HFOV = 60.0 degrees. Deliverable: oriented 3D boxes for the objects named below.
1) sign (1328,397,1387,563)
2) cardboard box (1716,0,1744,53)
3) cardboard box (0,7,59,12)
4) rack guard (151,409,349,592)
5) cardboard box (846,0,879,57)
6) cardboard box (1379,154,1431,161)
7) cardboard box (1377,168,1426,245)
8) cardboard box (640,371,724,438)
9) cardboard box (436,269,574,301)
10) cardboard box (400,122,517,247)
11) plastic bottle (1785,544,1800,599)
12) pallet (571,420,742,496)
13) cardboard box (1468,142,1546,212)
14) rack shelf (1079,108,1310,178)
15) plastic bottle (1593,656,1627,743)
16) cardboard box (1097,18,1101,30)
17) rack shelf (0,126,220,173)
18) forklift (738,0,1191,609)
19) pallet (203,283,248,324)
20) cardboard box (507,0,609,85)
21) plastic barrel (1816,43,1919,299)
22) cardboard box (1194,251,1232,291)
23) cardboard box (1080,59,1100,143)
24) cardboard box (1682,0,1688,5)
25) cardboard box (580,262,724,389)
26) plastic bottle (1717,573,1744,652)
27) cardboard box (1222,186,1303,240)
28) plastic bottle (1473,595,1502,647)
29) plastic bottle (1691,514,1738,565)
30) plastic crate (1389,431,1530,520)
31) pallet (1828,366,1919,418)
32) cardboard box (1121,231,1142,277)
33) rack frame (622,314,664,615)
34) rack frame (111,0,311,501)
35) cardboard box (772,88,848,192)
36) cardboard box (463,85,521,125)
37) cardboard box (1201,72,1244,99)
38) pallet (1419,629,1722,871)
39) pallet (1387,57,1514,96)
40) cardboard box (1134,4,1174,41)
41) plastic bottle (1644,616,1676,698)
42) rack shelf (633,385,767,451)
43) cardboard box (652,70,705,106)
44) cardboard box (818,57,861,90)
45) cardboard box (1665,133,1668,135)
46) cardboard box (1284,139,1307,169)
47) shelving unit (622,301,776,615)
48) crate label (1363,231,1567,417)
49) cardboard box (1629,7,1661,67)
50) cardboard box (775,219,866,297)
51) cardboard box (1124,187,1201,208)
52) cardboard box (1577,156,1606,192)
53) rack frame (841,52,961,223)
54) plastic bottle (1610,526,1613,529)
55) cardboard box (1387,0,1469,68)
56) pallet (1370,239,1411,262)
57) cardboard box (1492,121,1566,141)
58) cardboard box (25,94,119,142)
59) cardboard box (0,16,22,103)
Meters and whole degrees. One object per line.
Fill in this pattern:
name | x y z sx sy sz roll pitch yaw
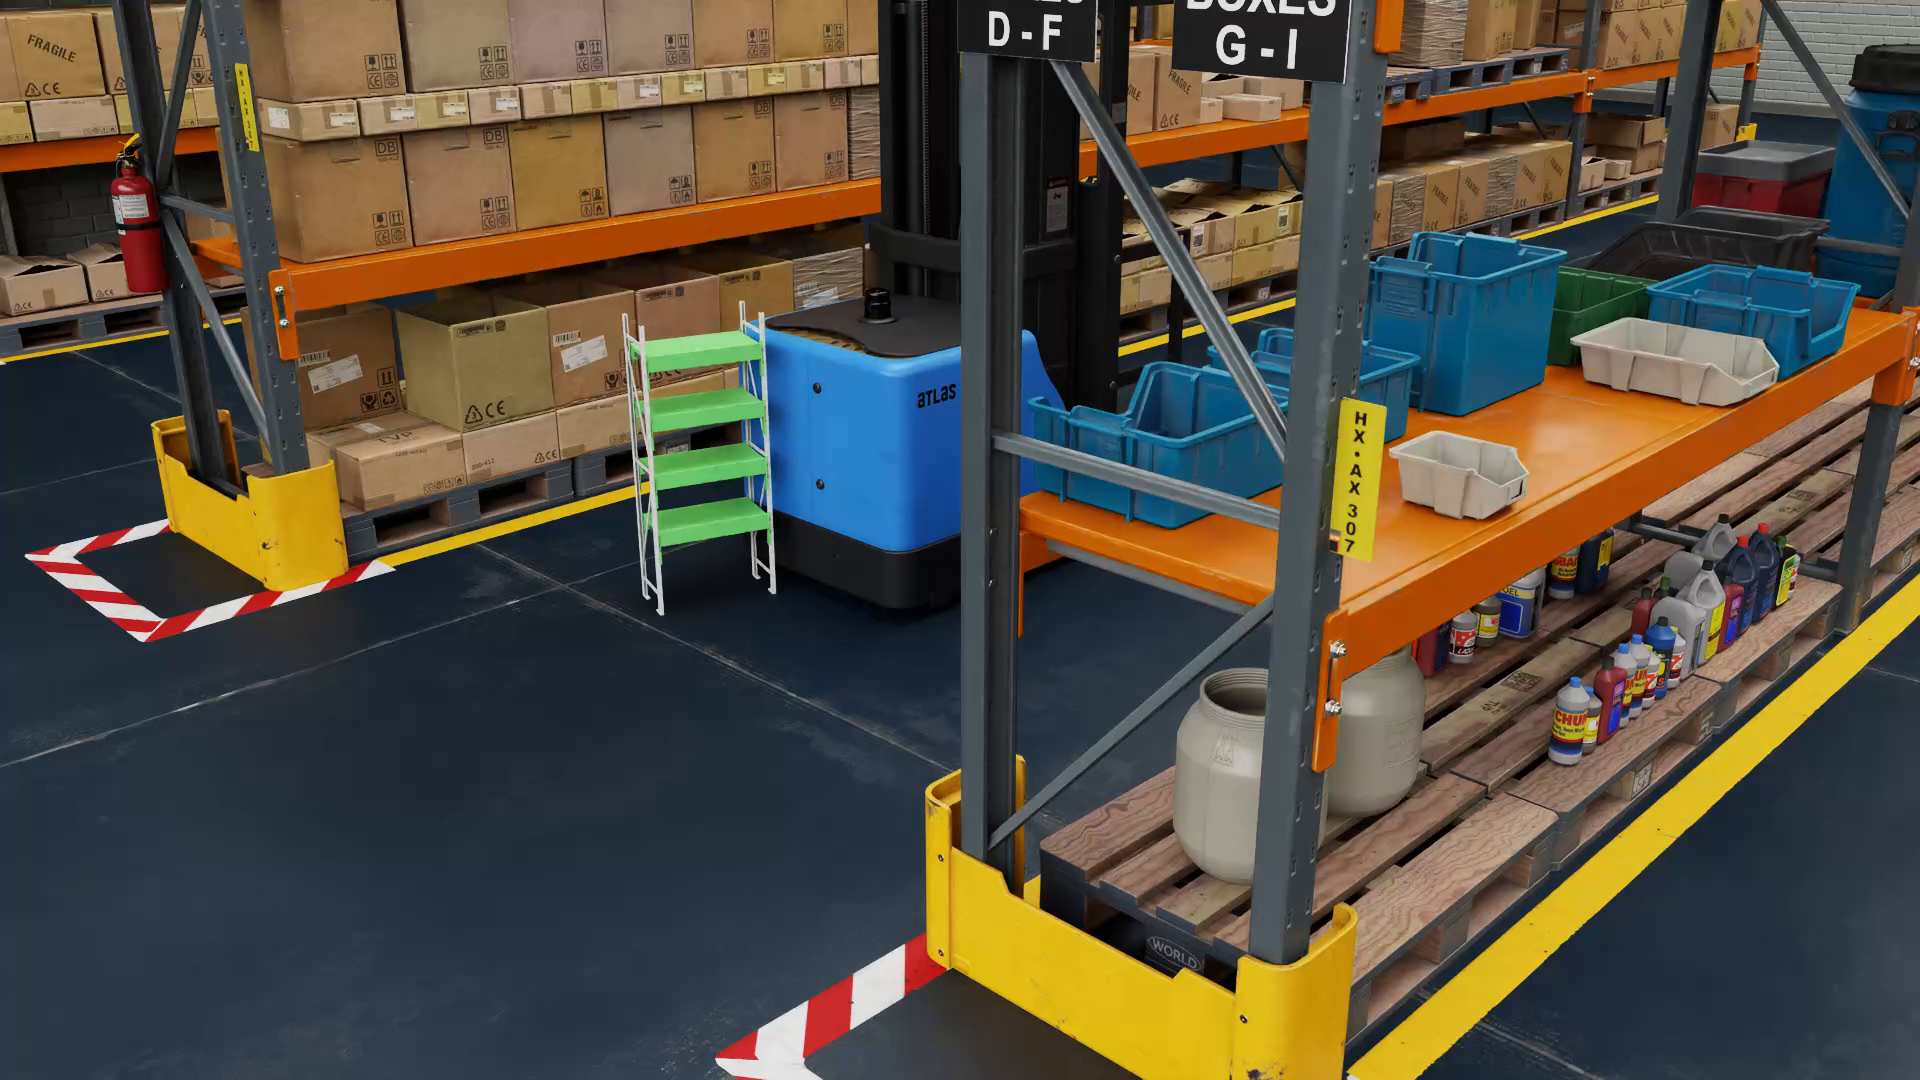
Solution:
sign | 0.791 -0.118 3.316 0.100 0.325 0.005 19 28 41
cardboard box | 7.539 -5.211 16.811 0.500 0.500 0.500 20 28 41
cardboard box | -6.163 -3.198 10.850 0.500 0.500 0.500 -20 29 -41
rack guard | -3.163 -0.196 7.387 1.175 0.500 0.348 19 28 41
cardboard box | -0.661 -2.933 9.078 0.700 0.500 0.500 19 28 41
cardboard box | 3.642 -3.032 14.153 0.500 0.500 0.500 18 27 39
cardboard box | 3.318 -2.645 13.146 0.500 0.500 0.500 18 27 39
cardboard box | -1.565 -0.748 8.588 0.500 0.250 0.500 19 28 41
cardboard box | -2.298 -1.104 8.469 0.500 0.500 0.500 19 28 41
cardboard box | -2.448 -1.668 7.595 0.500 0.500 0.700 -19 28 -41
plastic bottle | 3.161 0.116 6.379 0.097 0.201 0.097 0 21 0
pallet | -1.792 -0.586 8.805 1.003 0.211 1.213 19 28 41
cardboard box | 4.735 -3.168 14.507 0.500 0.500 0.500 19 28 41
rack shelf | 1.039 -2.575 11.096 1.077 0.370 4.000 19 28 41
plastic bottle | 2.059 0.493 5.284 0.133 0.283 0.061 -20 28 -41
cardboard box | 1.183 -5.572 17.308 0.500 0.500 0.500 20 28 41
rack shelf | -5.303 -2.786 11.644 1.077 0.370 4.000 19 28 41
forklift | 0.439 -1.530 7.470 1.130 2.935 3.031 19 28 41
pallet | -5.202 -1.837 12.061 1.003 0.211 1.213 19 28 41
cardboard box | -2.060 -2.418 7.736 0.700 0.500 0.500 19 28 41
plastic barrel | 3.677 -1.414 6.373 0.600 0.901 0.708 19 28 41
cardboard box | 1.532 -1.879 11.530 0.500 0.250 0.500 -19 28 -41
cardboard box | 0.559 -2.772 10.467 0.500 0.500 0.500 -18 27 -38
cardboard box | 6.834 -5.415 15.949 0.500 0.500 0.500 -19 28 -40
cardboard box | -1.564 -1.098 8.453 0.500 0.500 0.500 19 28 41
plastic bottle | 2.730 0.246 5.927 0.133 0.283 0.061 -18 27 -39
cardboard box | 2.246 -2.403 12.111 0.500 0.311 0.500 -19 28 -41
plastic bottle | 1.889 0.273 5.971 0.097 0.201 0.097 0 21 0
plastic bottle | 2.845 0.077 6.273 0.144 0.351 0.185 19 28 41
plastic crate | 1.255 -0.154 4.163 0.298 0.136 0.250 19 28 41
pallet | 5.413 -0.693 9.084 1.003 0.211 1.213 19 28 41
cardboard box | 0.824 -1.876 10.739 0.500 0.311 0.500 18 27 39
rack frame | -1.268 -0.292 6.661 0.015 1.200 0.240 -10 23 -25
rack frame | -3.146 -1.369 6.954 1.000 3.000 0.127 19 28 41
cardboard box | -1.024 -2.191 8.954 0.700 0.500 0.500 19 28 40
cardboard box | -2.183 -1.962 7.454 0.380 0.149 0.250 19 28 40
cardboard box | 1.672 -3.202 11.849 0.500 0.311 0.500 19 28 40
pallet | 1.841 0.623 5.660 1.003 0.211 1.213 19 28 41
pallet | 3.788 -3.836 13.643 1.003 0.211 1.213 19 28 41
cardboard box | 2.063 -5.967 18.501 0.700 0.700 0.980 -20 28 -41
plastic bottle | 2.339 0.386 5.578 0.097 0.271 0.097 0 21 0
rack shelf | -1.051 -0.496 6.702 0.480 0.148 0.258 -10 23 -25
cardboard box | -1.462 -2.228 8.146 0.250 0.149 0.380 -19 28 -40
cardboard box | -0.747 -2.492 8.833 0.380 0.149 0.250 18 28 39
cardboard box | 7.477 -4.334 18.031 0.380 0.149 0.250 19 28 41
cardboard box | 2.955 -3.128 13.358 0.500 0.250 0.500 -19 28 -40
shelving unit | -1.051 -0.332 6.765 0.503 1.200 0.258 -10 23 -25
crate label | 1.490 -0.685 5.127 0.502 0.435 0.616 19 28 41
cardboard box | 6.131 -4.695 15.470 0.500 0.500 0.500 -20 28 -41
cardboard box | -0.904 -1.619 9.807 0.500 0.500 0.500 19 28 41
cardboard box | 1.498 -2.401 12.106 0.500 0.311 0.500 18 28 39
cardboard box | 5.673 -3.457 15.523 0.500 0.311 0.500 19 28 41
rack frame | -0.356 -2.397 9.629 1.000 3.000 0.127 19 28 41
plastic bottle | 2.525 -0.005 6.579 0.061 0.283 0.133 19 28 41
cardboard box | 3.568 -4.045 13.193 0.500 0.500 0.700 -14 25 -32
pallet | 2.983 -2.306 13.280 1.003 0.211 1.213 19 28 41
cardboard box | 5.419 -3.709 15.915 0.500 0.500 0.500 19 28 41
cardboard box | -5.778 -2.730 10.677 0.500 0.250 0.500 18 28 39
cardboard box | -6.150 -2.944 10.190 0.500 0.500 0.500 19 28 41
